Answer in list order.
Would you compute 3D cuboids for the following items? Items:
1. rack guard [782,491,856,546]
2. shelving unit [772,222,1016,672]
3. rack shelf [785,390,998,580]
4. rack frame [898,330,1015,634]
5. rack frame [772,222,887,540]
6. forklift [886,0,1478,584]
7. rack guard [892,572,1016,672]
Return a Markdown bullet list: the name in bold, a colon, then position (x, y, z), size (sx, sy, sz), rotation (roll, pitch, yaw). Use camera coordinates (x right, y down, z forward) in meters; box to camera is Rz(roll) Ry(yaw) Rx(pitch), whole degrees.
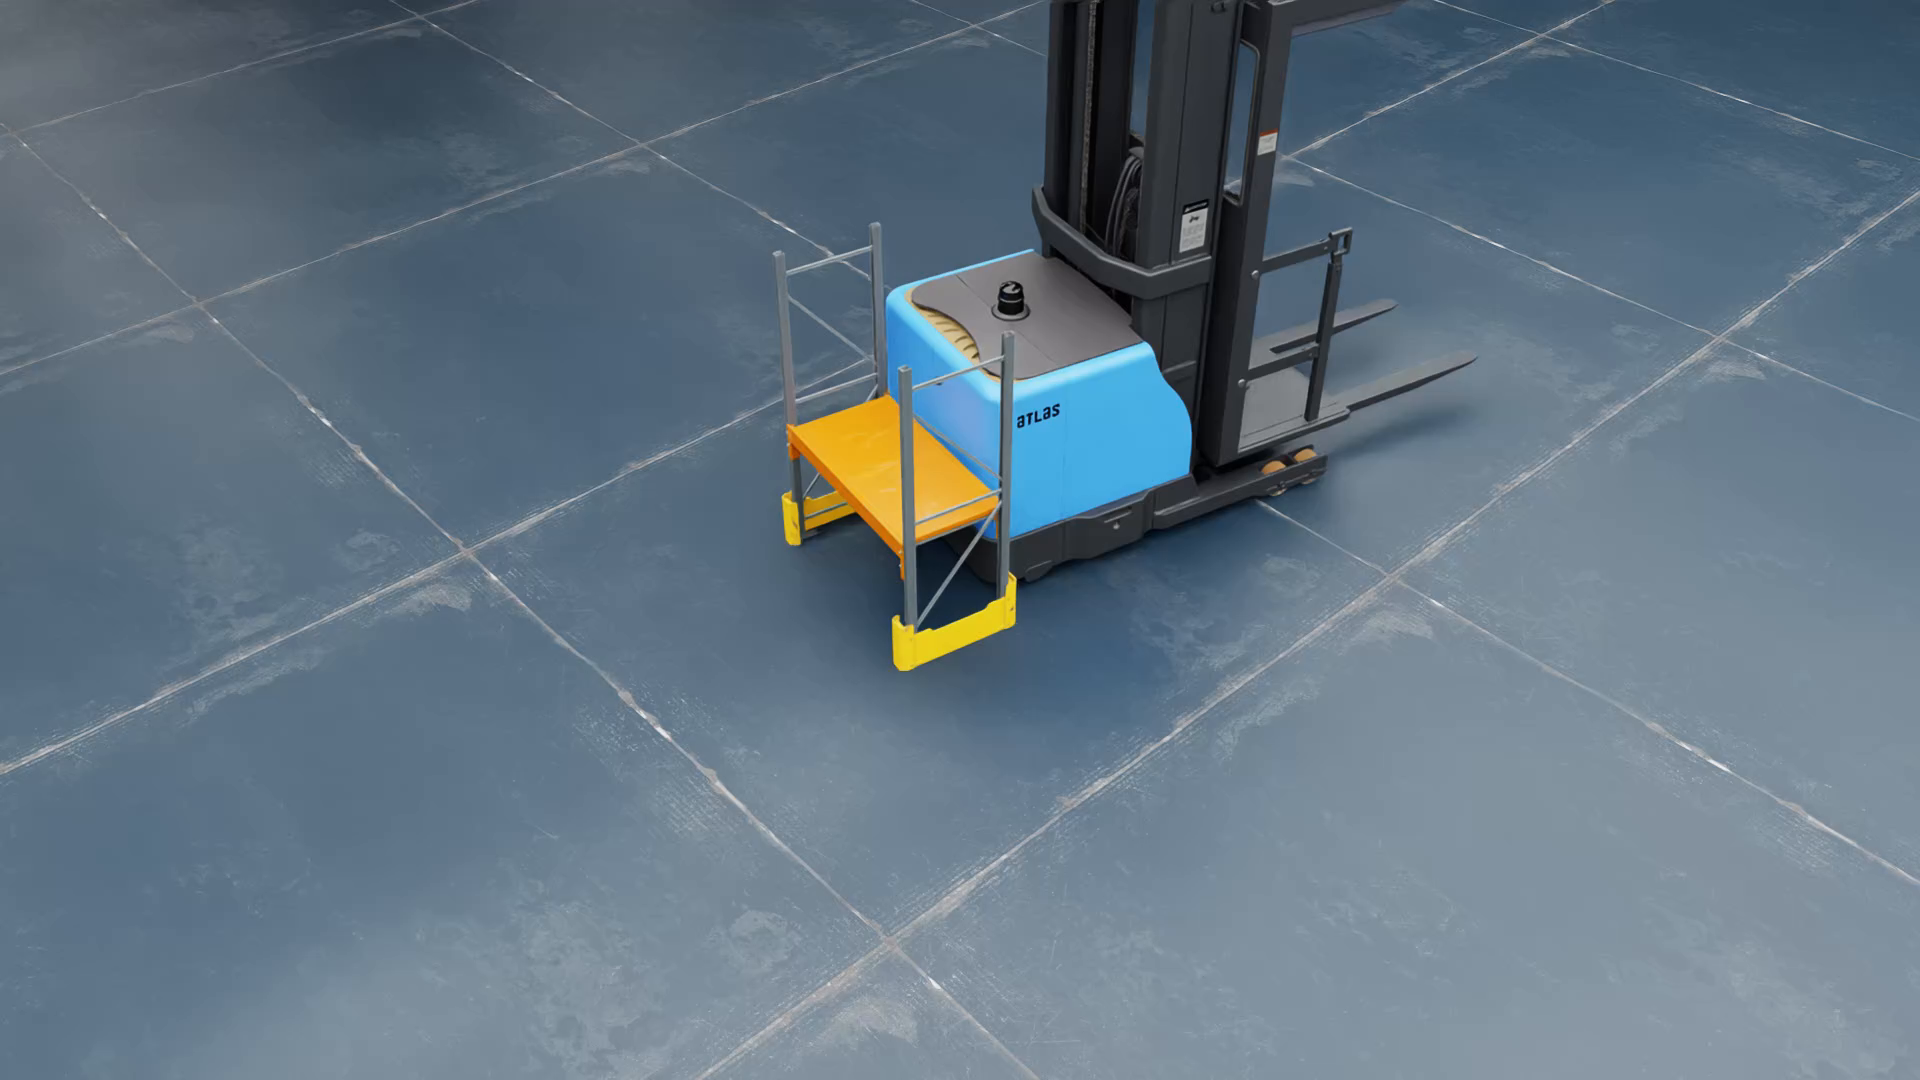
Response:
- **rack guard**: position (-0.550, -0.182, 7.777), size (0.587, 0.250, 0.087), rotation (-22, 44, -24)
- **shelving unit**: position (-0.285, -0.404, 7.056), size (0.587, 1.500, 1.083), rotation (-22, 44, -24)
- **rack shelf**: position (-0.281, -0.259, 7.163), size (0.538, 0.185, 1.000), rotation (-22, 44, -24)
- **rack frame**: position (-0.010, -0.128, 6.715), size (0.500, 1.500, 0.032), rotation (-22, 44, -24)
- **rack frame**: position (-0.551, -0.669, 7.385), size (0.500, 1.500, 0.032), rotation (-22, 44, -24)
- **forklift**: position (1.189, -1.622, 7.425), size (3.031, 2.935, 1.130), rotation (-20, 43, -23)
- **rack guard**: position (-0.020, 0.347, 7.121), size (0.587, 0.250, 0.087), rotation (-22, 44, -24)
